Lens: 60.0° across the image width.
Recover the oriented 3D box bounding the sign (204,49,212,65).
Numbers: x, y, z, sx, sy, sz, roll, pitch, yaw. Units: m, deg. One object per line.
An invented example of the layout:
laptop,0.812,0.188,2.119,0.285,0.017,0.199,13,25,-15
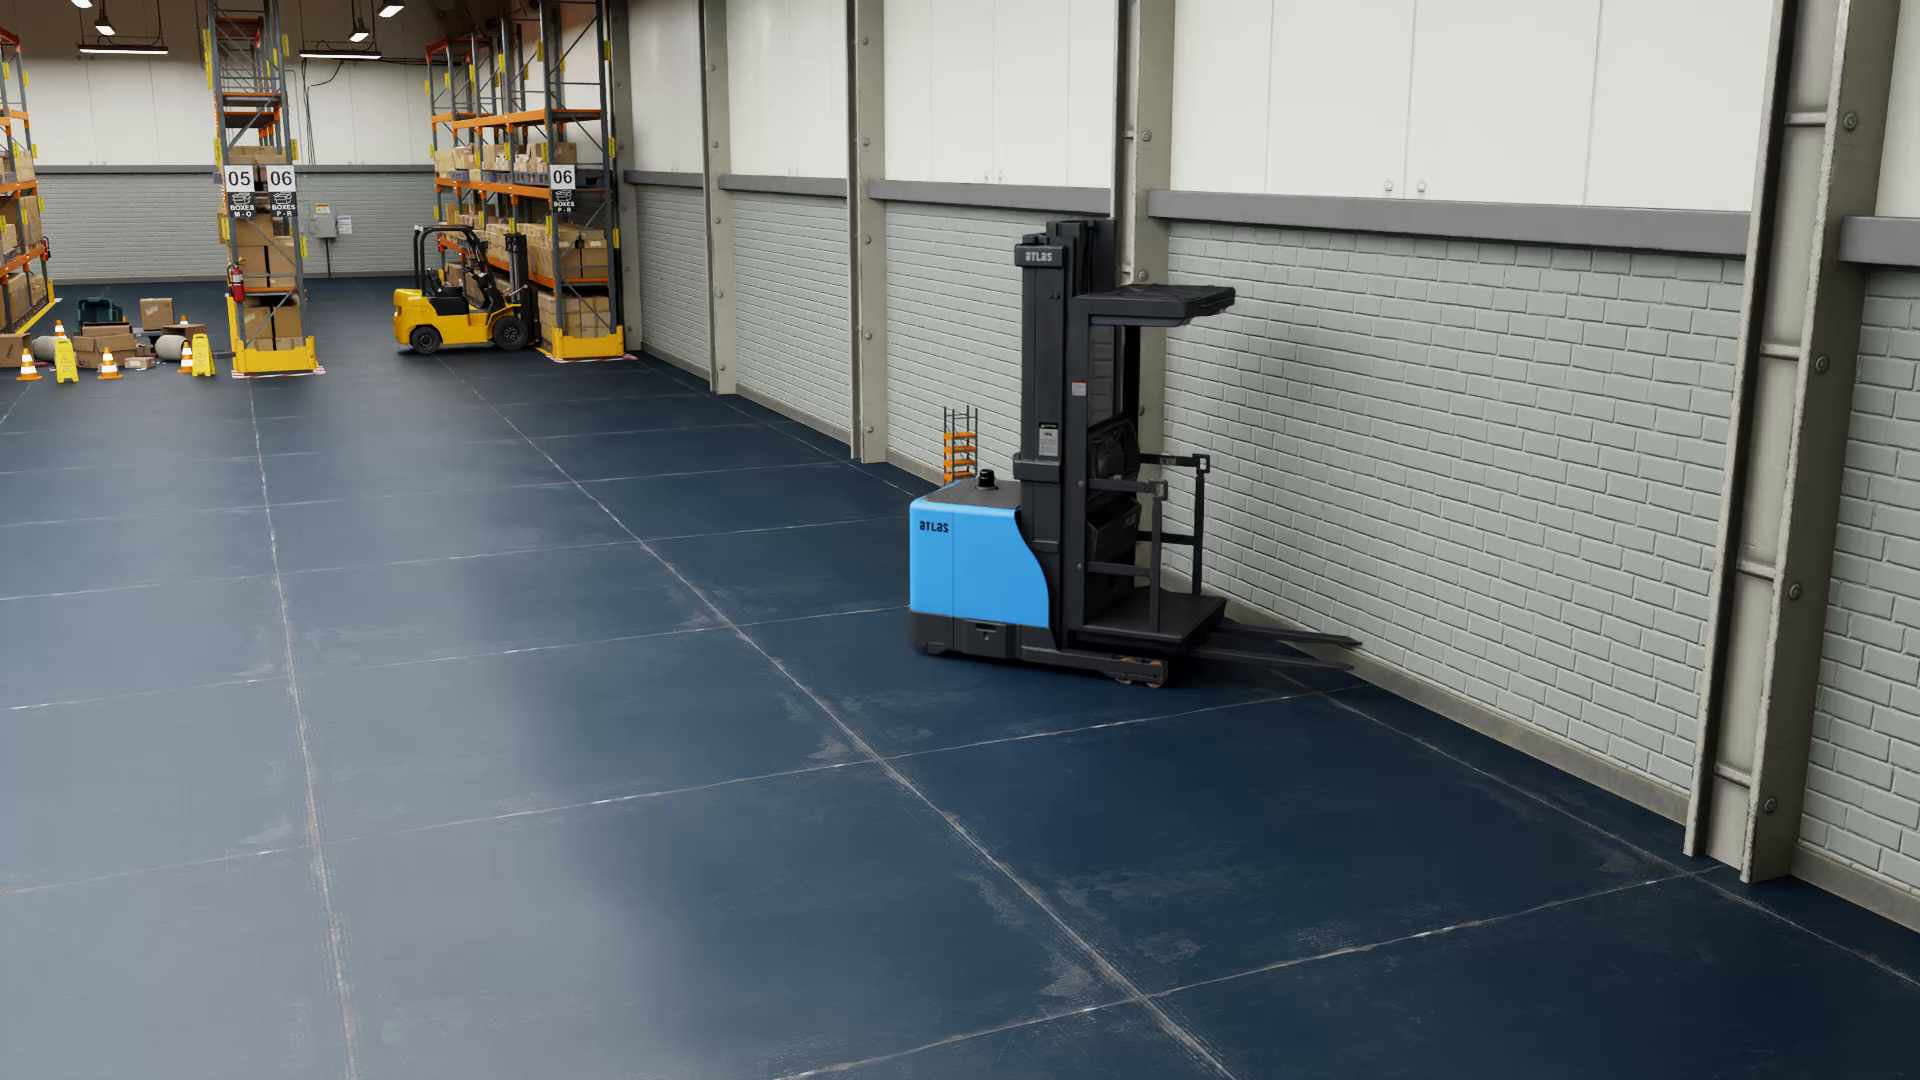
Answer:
sign,-13.029,-8.406,28.812,0.100,0.325,0.005,-6,14,-23

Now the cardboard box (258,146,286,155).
cardboard box,-12.599,-7.098,30.527,0.500,0.250,0.500,-6,14,-24

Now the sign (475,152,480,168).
sign,-10.077,-7.943,34.738,0.100,0.325,0.005,-6,14,-23

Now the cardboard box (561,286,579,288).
cardboard box,-7.385,-4.617,31.113,0.500,0.250,0.500,-6,14,-24

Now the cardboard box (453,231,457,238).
cardboard box,-11.823,-7.362,39.699,0.500,0.250,0.500,-6,14,-23

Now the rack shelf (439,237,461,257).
rack shelf,-11.982,-7.167,40.781,1.077,0.370,4.000,-6,14,-23

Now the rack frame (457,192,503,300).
rack frame,-11.181,-7.105,38.915,1.000,3.000,0.127,-6,14,-23

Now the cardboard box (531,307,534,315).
cardboard box,-7.470,-4.119,30.074,0.500,0.250,0.500,-6,14,-23

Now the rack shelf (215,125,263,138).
rack shelf,-16.529,-9.446,38.210,1.077,0.370,4.000,-6,14,-23

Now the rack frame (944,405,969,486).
rack frame,-0.031,-0.600,14.803,0.240,1.200,0.006,-6,14,-23

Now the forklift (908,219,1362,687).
forklift,1.206,-0.611,11.008,3.031,2.935,1.130,6,14,23

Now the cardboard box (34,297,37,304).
cardboard box,-20.181,-5.163,35.915,0.380,0.149,0.250,-5,14,-21

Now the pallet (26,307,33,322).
pallet,-19.909,-4.668,34.572,1.003,0.211,1.213,-6,14,-23

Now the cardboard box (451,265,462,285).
cardboard box,-12.198,-6.485,40.848,0.500,0.500,0.500,-5,14,-22

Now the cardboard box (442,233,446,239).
cardboard box,-12.903,-7.716,42.113,0.380,0.149,0.250,-6,14,-23

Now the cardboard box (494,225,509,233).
cardboard box,-9.370,-6.392,34.175,0.380,0.149,0.250,-5,14,-22

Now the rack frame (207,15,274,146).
rack frame,-14.125,-8.752,32.727,1.000,3.000,0.127,-6,14,-23

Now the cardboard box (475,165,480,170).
cardboard box,-10.249,-8.072,35.889,0.380,0.149,0.250,-6,14,-23

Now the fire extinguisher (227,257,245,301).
fire extinguisher,-11.297,-4.073,25.989,0.296,0.674,0.183,-6,14,-23

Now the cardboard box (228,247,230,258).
cardboard box,-14.566,-5.837,33.771,0.500,0.250,0.500,-6,14,-25

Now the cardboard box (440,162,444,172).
cardboard box,-12.440,-9.138,40.721,0.500,0.250,0.500,-6,14,-25

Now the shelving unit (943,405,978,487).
shelving unit,0.006,-0.582,14.722,0.258,1.200,0.189,-6,14,-23

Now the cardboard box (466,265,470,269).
cardboard box,-11.281,-6.309,38.652,0.380,0.149,0.250,-5,14,-20

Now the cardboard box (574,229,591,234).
cardboard box,-6.506,-5.334,28.945,0.380,0.149,0.250,-5,14,-22

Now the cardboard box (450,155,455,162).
cardboard box,-11.463,-8.741,38.075,0.380,0.149,0.250,-5,14,-21

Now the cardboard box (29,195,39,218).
cardboard box,-21.414,-7.623,38.054,0.500,0.500,0.500,-6,14,-24

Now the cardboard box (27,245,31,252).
cardboard box,-20.507,-6.365,36.276,0.380,0.149,0.250,-5,14,-22

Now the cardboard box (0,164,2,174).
cardboard box,-18.812,-7.116,32.089,0.500,0.500,0.500,-6,14,-23

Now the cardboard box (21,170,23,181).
cardboard box,-20.375,-7.798,35.591,0.500,0.250,0.500,-6,14,-24

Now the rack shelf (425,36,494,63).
rack shelf,-11.982,-11.709,39.730,1.077,0.370,4.000,-6,14,-23

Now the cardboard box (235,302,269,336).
cardboard box,-11.693,-3.656,27.519,0.500,0.500,0.500,-5,14,-21

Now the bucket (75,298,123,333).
bucket,-14.851,-3.861,28.787,0.726,0.611,0.620,-1,3,-4

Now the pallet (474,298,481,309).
pallet,-10.328,-5.329,37.427,1.003,0.211,1.213,-6,14,-23

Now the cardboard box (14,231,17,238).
cardboard box,-19.882,-6.350,34.622,0.380,0.149,0.250,-5,14,-21

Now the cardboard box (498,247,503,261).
cardboard box,-9.009,-5.774,33.498,0.500,0.250,0.500,-5,14,-21

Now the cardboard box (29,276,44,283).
cardboard box,-21.113,-5.934,37.928,0.380,0.149,0.250,-6,14,-24

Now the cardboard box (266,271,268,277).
cardboard box,-11.889,-4.677,28.983,0.380,0.149,0.250,-6,14,-24

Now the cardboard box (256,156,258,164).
cardboard box,-10.992,-6.046,26.478,0.380,0.149,0.250,-6,14,-23

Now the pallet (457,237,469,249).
pallet,-10.961,-6.836,38.181,1.003,0.211,1.213,-6,14,-23

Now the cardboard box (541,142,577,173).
cardboard box,-6.775,-6.458,28.095,0.500,0.500,0.500,-5,14,-21

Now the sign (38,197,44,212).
sign,-21.308,-7.778,38.556,0.100,0.325,0.005,-6,14,-23

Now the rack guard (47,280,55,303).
rack guard,-21.795,-5.781,38.737,1.175,0.500,0.348,-6,14,-23

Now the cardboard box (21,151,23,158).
cardboard box,-20.826,-8.478,36.536,0.380,0.149,0.250,-6,14,-25

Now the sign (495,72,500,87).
sign,-10.675,-10.611,38.337,0.100,0.325,0.005,-6,14,-23

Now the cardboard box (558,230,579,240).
cardboard box,-6.711,-5.190,28.322,0.380,0.149,0.250,-6,14,-23

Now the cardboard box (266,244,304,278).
cardboard box,-10.856,-4.493,26.749,0.500,0.500,0.500,-6,14,-24

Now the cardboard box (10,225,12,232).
cardboard box,-19.673,-6.385,34.113,0.380,0.149,0.250,-6,14,-25

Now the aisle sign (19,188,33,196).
aisle sign,-21.579,-8.323,38.412,0.394,0.787,0.004,-6,14,-23

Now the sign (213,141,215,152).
sign,-13.030,-6.857,29.172,0.100,0.325,0.005,-6,14,-23

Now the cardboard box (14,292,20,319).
cardboard box,-18.875,-4.621,32.795,0.500,0.500,0.500,-5,14,-22

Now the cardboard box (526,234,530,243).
cardboard box,-7.720,-5.510,30.366,0.380,0.149,0.250,-6,14,-24
